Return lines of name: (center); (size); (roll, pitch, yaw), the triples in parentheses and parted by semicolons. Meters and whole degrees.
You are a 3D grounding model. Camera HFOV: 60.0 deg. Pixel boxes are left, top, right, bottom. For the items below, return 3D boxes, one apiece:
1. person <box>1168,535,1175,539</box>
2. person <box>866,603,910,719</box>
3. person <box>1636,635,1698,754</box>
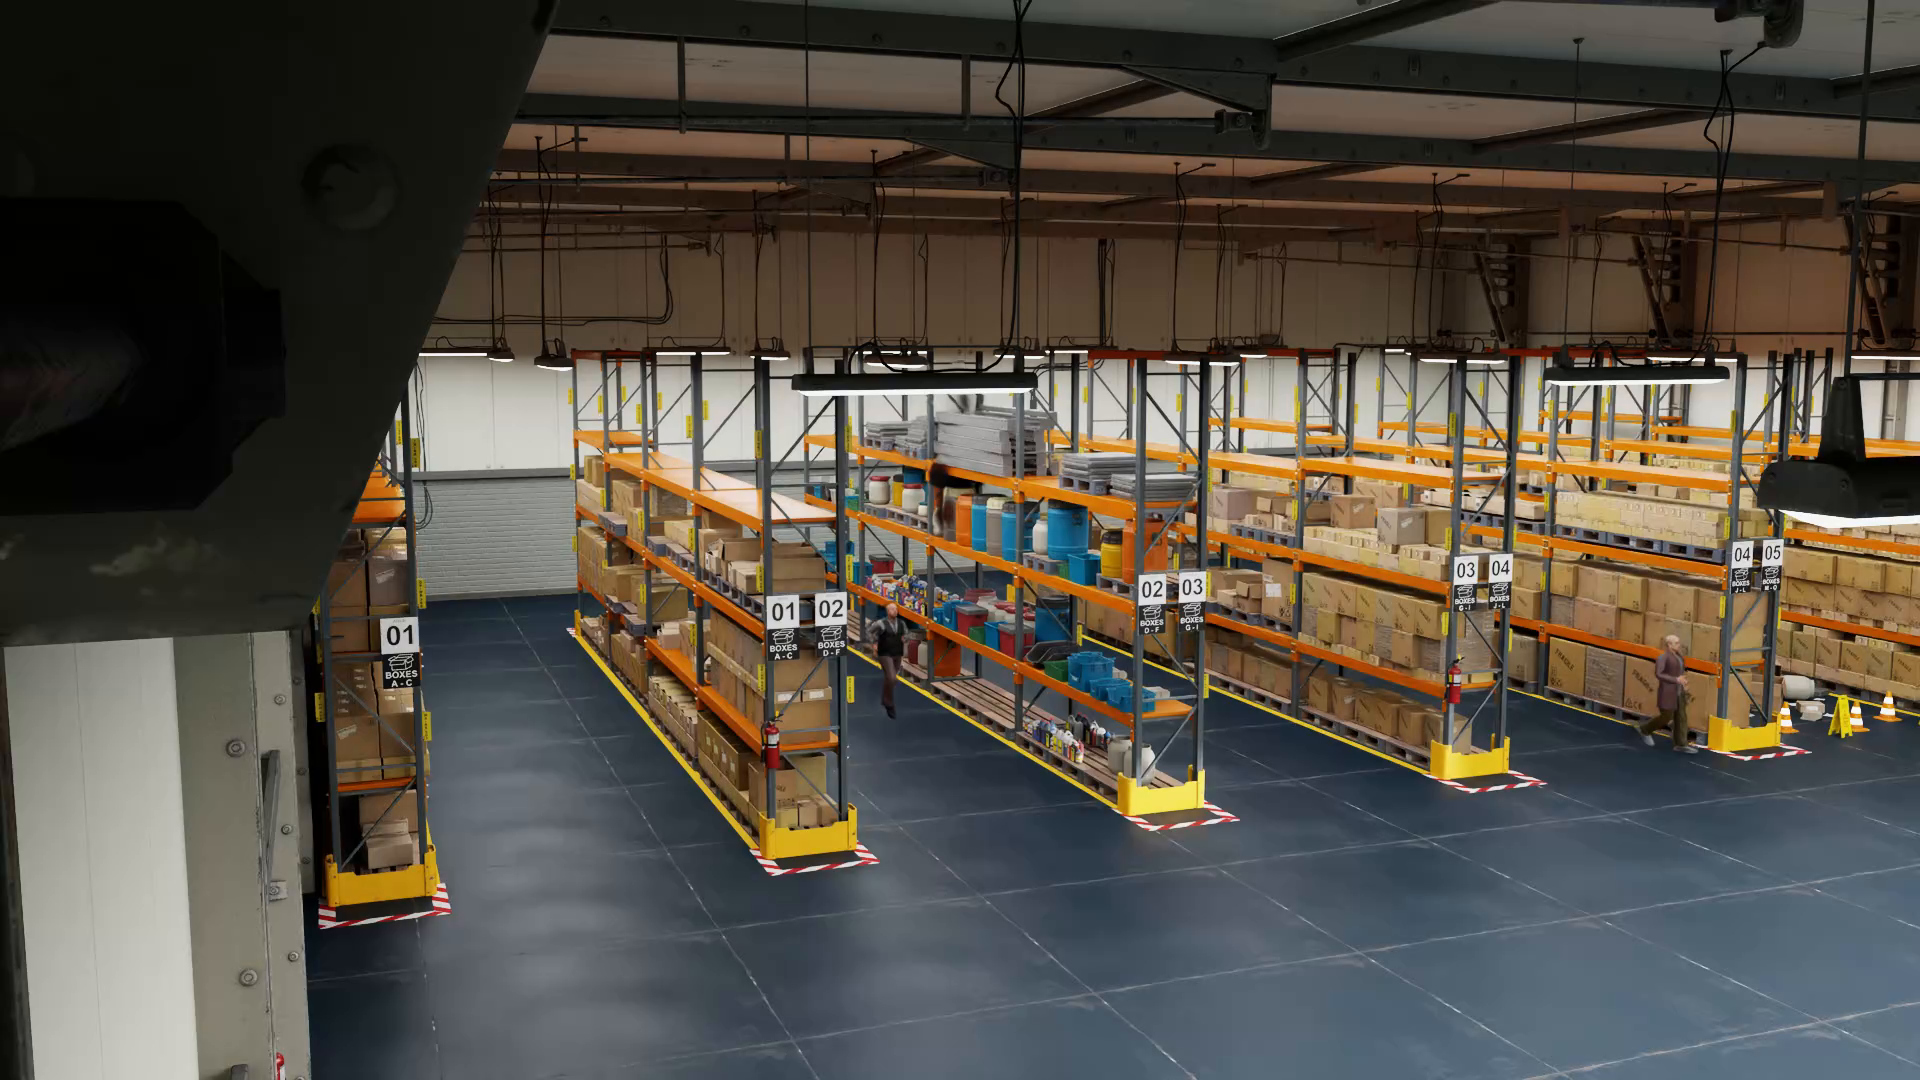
person: (4.840, 0.448, 40.437); (0.740, 1.719, 0.835); (6, 9, 38)
person: (-1.086, 1.918, 26.531); (0.638, 1.827, 0.683); (-5, 9, -37)
person: (10.743, 2.310, 25.182); (0.726, 1.761, 0.939); (-5, 9, -36)
